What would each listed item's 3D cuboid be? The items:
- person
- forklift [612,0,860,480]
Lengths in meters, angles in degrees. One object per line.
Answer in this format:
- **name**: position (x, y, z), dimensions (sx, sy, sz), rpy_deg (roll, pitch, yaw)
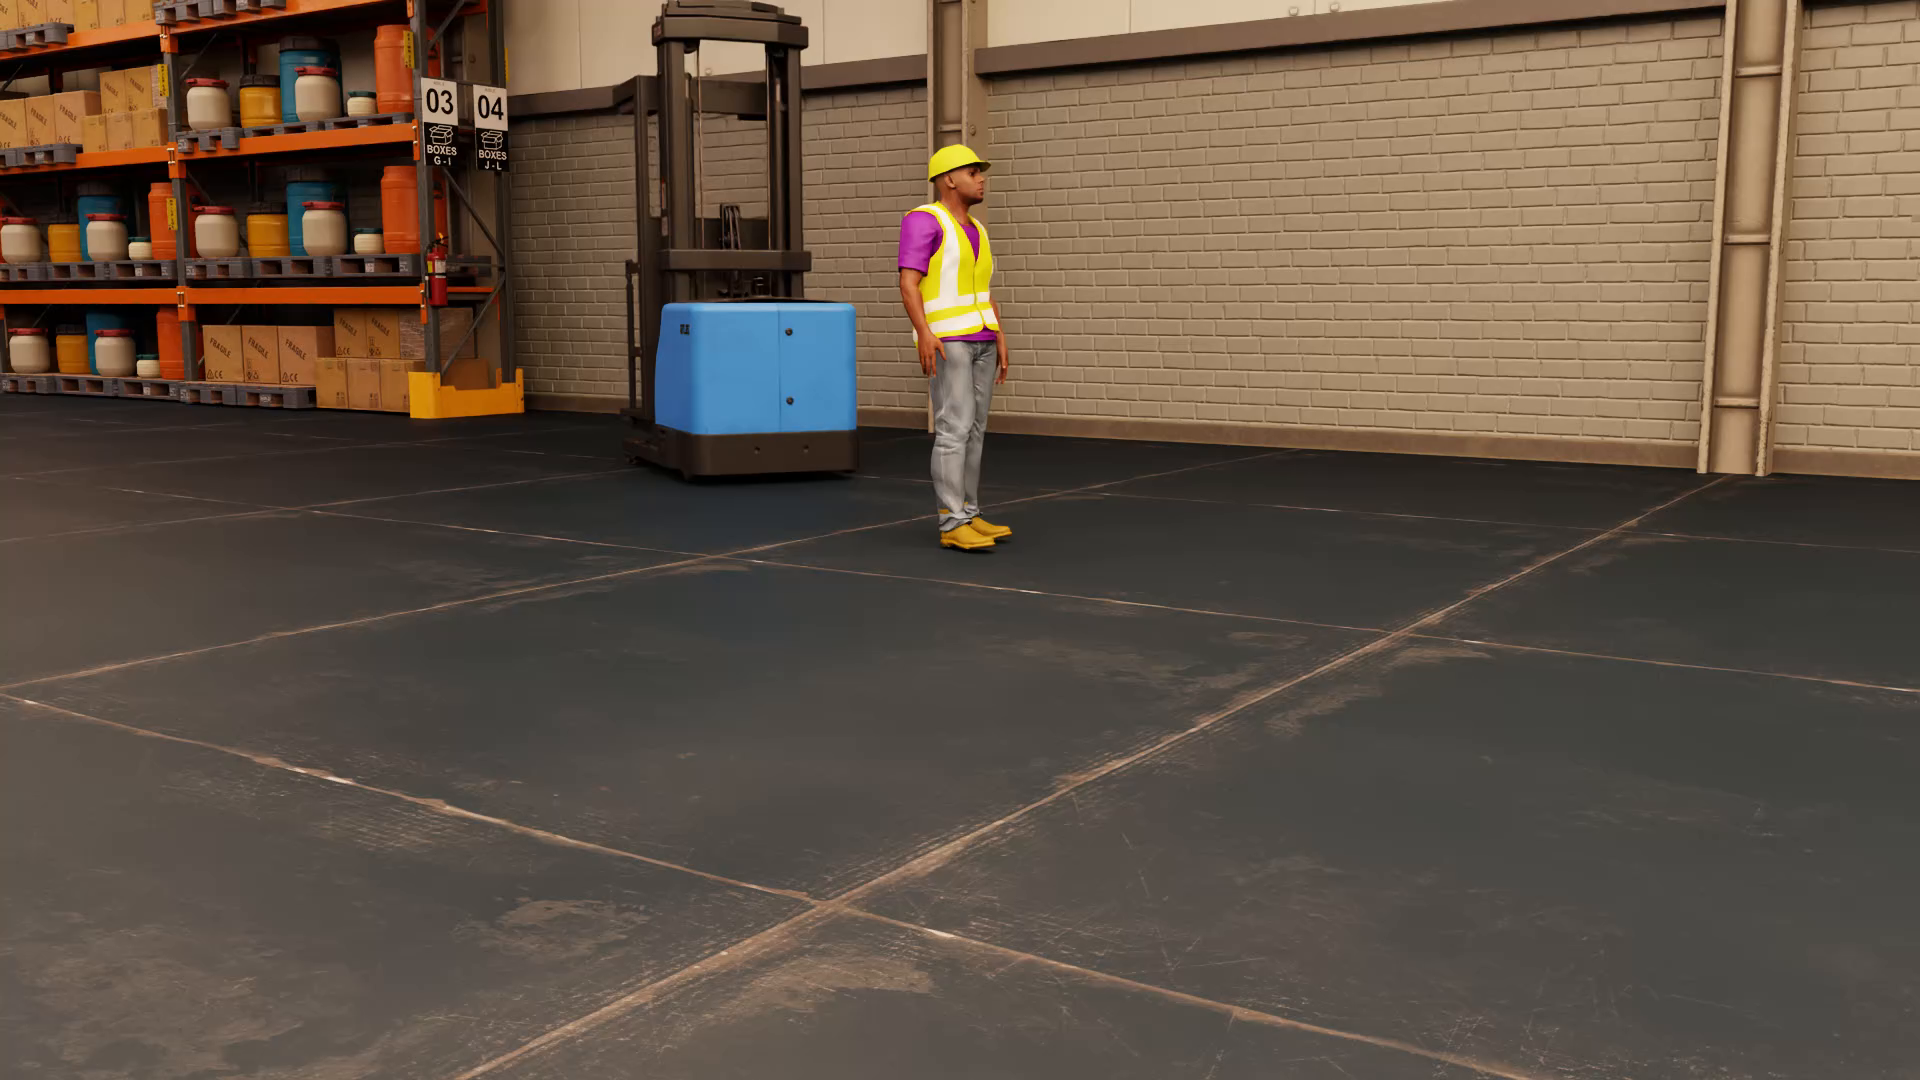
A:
- **person**: position (0.054, -0.876, 7.435), dimensions (0.577, 1.765, 0.666), rpy_deg (5, 10, 34)
- **forklift**: position (-1.662, -1.977, 11.095), dimensions (1.130, 2.935, 3.031), rpy_deg (-3, 9, -23)
